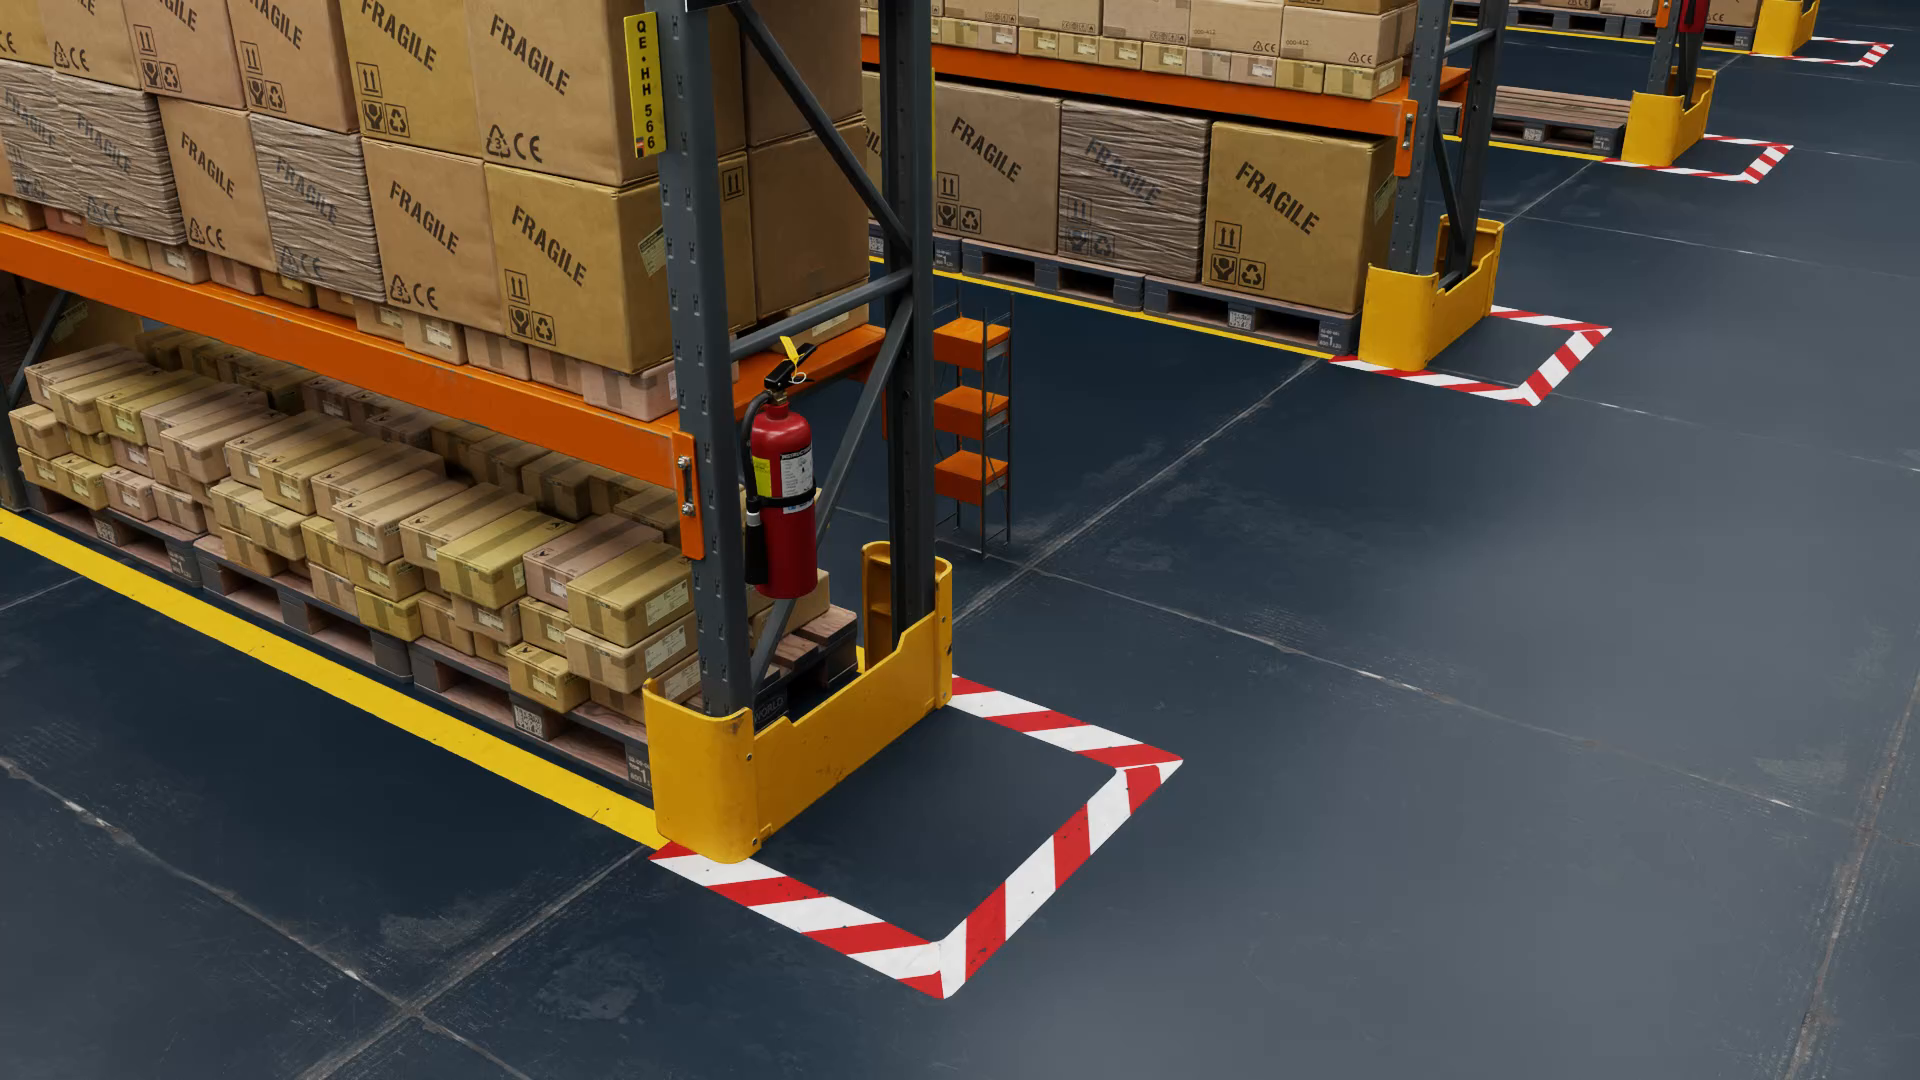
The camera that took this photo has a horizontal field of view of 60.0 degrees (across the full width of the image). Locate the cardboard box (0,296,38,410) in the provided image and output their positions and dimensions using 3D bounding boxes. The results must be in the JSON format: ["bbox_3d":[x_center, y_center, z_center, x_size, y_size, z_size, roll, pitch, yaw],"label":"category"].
[{"bbox_3d":[-4.460,-0.813,7.333,0.500,0.500,0.500,17,31,29],"label":"cardboard box"}]

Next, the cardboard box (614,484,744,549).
[{"bbox_3d":[-0.945,-0.086,5.636,0.250,0.149,0.380,18,32,31],"label":"cardboard box"}]

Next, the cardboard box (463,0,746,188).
[{"bbox_3d":[-0.929,-1.264,4.386,0.500,0.500,0.500,17,31,29],"label":"cardboard box"}]

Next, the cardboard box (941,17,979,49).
[{"bbox_3d":[0.102,-2.893,9.404,0.250,0.149,0.380,17,31,30],"label":"cardboard box"}]

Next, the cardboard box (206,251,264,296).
[{"bbox_3d":[-2.299,-0.966,5.617,0.250,0.149,0.380,19,32,32],"label":"cardboard box"}]

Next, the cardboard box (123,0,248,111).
[{"bbox_3d":[-2.218,-1.659,5.162,0.500,0.500,0.500,16,31,29],"label":"cardboard box"}]

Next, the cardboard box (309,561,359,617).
[{"bbox_3d":[-2.071,0.103,5.921,0.250,0.149,0.380,18,32,31],"label":"cardboard box"}]

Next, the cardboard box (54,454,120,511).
[{"bbox_3d":[-3.370,-0.279,6.671,0.250,0.149,0.380,18,32,32],"label":"cardboard box"}]

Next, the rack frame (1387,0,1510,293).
[{"bbox_3d":[2.481,-2.445,8.248,0.127,3.000,1.000,17,32,30],"label":"rack frame"}]

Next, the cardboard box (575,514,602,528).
[{"bbox_3d":[-1.143,-0.018,5.830,0.250,0.149,0.380,18,32,31],"label":"cardboard box"}]

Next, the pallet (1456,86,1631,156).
[{"bbox_3d":[4.627,-3.280,12.963,1.213,0.211,1.003,17,32,30],"label":"pallet"}]

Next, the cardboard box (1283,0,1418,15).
[{"bbox_3d":[1.930,-2.872,8.097,0.500,0.500,0.500,18,32,31],"label":"cardboard box"}]

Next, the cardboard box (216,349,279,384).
[{"bbox_3d":[-2.825,-0.720,6.881,0.250,0.149,0.380,17,32,30],"label":"cardboard box"}]

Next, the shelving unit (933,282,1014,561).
[{"bbox_3d":[0.044,-0.454,6.485,0.252,1.050,0.215,17,32,30],"label":"shelving unit"}]

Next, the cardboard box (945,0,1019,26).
[{"bbox_3d":[0.260,-3.059,9.291,0.500,0.250,0.500,18,32,32],"label":"cardboard box"}]

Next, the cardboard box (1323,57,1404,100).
[{"bbox_3d":[2.001,-2.302,8.242,0.250,0.149,0.380,18,32,31],"label":"cardboard box"}]

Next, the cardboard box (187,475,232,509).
[{"bbox_3d":[-2.675,-0.250,6.287,0.250,0.149,0.380,19,33,33],"label":"cardboard box"}]

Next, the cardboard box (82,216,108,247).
[{"bbox_3d":[-2.934,-1.178,6.034,0.250,0.149,0.380,16,31,28],"label":"cardboard box"}]

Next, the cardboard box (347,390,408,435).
[{"bbox_3d":[-2.150,-0.524,6.497,0.250,0.149,0.380,16,31,29],"label":"cardboard box"}]

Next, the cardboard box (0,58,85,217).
[{"bbox_3d":[-3.030,-1.475,5.904,0.500,0.500,0.500,17,32,30],"label":"cardboard box"}]

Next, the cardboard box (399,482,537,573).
[{"bbox_3d":[-1.628,-0.035,5.536,0.250,0.149,0.380,16,31,28],"label":"cardboard box"}]

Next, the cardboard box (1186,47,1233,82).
[{"bbox_3d":[1.373,-2.497,8.627,0.250,0.149,0.380,18,32,31],"label":"cardboard box"}]

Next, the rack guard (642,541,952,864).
[{"bbox_3d":[-0.473,0.478,5.260,0.348,0.500,1.175,17,32,30],"label":"rack guard"}]

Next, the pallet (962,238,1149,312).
[{"bbox_3d":[0.776,-1.692,9.842,1.213,0.211,1.003,17,32,30],"label":"pallet"}]

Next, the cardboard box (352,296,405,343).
[{"bbox_3d":[-1.662,-0.755,5.204,0.250,0.149,0.380,16,31,28],"label":"cardboard box"}]

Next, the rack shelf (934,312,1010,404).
[{"bbox_3d":[0.044,-0.698,6.361,0.240,0.259,0.215,17,32,30],"label":"rack shelf"}]

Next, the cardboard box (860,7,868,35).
[{"bbox_3d":[-0.544,-3.093,9.797,0.250,0.149,0.380,16,31,29],"label":"cardboard box"}]

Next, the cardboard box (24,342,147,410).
[{"bbox_3d":[-3.541,-0.660,6.764,0.250,0.149,0.380,19,32,32],"label":"cardboard box"}]

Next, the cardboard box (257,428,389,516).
[{"bbox_3d":[-2.267,-0.249,5.956,0.250,0.149,0.380,17,32,31],"label":"cardboard box"}]

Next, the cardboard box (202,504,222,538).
[{"bbox_3d":[-2.657,-0.132,6.382,0.250,0.149,0.380,16,31,28],"label":"cardboard box"}]

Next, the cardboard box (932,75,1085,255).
[{"bbox_3d":[0.424,-2.282,9.807,0.875,0.875,0.875,17,32,30],"label":"cardboard box"}]

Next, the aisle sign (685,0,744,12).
[{"bbox_3d":[-0.520,-1.645,3.808,0.004,0.787,0.394,17,32,30],"label":"aisle sign"}]

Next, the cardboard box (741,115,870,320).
[{"bbox_3d":[-0.624,-1.013,4.994,0.500,0.500,0.500,19,33,33],"label":"cardboard box"}]

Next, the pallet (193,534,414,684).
[{"bbox_3d":[-2.124,0.071,6.378,1.213,0.211,1.003,17,32,30],"label":"pallet"}]

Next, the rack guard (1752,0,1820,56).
[{"bbox_3d":[8.030,-5.053,16.129,0.348,0.500,1.175,17,32,30],"label":"rack guard"}]

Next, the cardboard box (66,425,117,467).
[{"bbox_3d":[-3.331,-0.449,6.677,0.250,0.149,0.380,18,32,31],"label":"cardboard box"}]

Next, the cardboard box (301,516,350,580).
[{"bbox_3d":[-2.072,-0.029,5.851,0.250,0.149,0.380,19,33,33],"label":"cardboard box"}]

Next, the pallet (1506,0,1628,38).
[{"bbox_3d":[6.371,-5.442,17.212,1.213,0.211,1.003,17,32,30],"label":"pallet"}]

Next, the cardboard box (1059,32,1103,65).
[{"bbox_3d":[0.741,-2.694,9.014,0.250,0.149,0.380,18,32,31],"label":"cardboard box"}]

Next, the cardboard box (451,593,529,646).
[{"bbox_3d":[-1.437,0.172,5.456,0.250,0.149,0.380,16,31,28],"label":"cardboard box"}]

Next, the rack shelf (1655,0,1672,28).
[{"bbox_3d":[3.637,-4.490,13.059,4.000,0.370,1.077,17,32,30],"label":"rack shelf"}]

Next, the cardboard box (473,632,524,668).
[{"bbox_3d":[-1.401,0.281,5.571,0.250,0.149,0.380,17,32,30],"label":"cardboard box"}]

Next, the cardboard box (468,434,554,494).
[{"bbox_3d":[-1.555,-0.306,6.069,0.250,0.149,0.380,19,32,32],"label":"cardboard box"}]

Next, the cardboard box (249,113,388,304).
[{"bbox_3d":[-1.772,-1.074,5.115,0.500,0.500,0.500,17,32,30],"label":"cardboard box"}]

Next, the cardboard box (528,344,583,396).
[{"bbox_3d":[-1.023,-0.561,4.822,0.250,0.149,0.380,17,32,30],"label":"cardboard box"}]

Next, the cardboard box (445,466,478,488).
[{"bbox_3d":[-1.812,-0.211,6.210,0.250,0.149,0.380,19,33,33],"label":"cardboard box"}]

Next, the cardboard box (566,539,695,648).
[{"bbox_3d":[-0.990,0.160,5.152,0.250,0.149,0.380,18,32,31],"label":"cardboard box"}]

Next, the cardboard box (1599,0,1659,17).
[{"bbox_3d":[6.739,-5.421,16.642,0.500,0.250,0.500,17,32,30],"label":"cardboard box"}]

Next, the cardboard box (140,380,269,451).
[{"bbox_3d":[-2.883,-0.462,6.375,0.250,0.149,0.380,16,31,29],"label":"cardboard box"}]

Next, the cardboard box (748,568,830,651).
[{"bbox_3d":[-0.661,0.212,5.706,0.250,0.149,0.380,18,32,31],"label":"cardboard box"}]

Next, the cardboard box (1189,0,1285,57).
[{"bbox_3d":[1.513,-2.667,8.520,0.500,0.250,0.500,17,31,29],"label":"cardboard box"}]

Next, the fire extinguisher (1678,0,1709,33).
[{"bbox_3d":[5.152,-3.888,11.578,0.183,0.674,0.296,17,32,30],"label":"fire extinguisher"}]
